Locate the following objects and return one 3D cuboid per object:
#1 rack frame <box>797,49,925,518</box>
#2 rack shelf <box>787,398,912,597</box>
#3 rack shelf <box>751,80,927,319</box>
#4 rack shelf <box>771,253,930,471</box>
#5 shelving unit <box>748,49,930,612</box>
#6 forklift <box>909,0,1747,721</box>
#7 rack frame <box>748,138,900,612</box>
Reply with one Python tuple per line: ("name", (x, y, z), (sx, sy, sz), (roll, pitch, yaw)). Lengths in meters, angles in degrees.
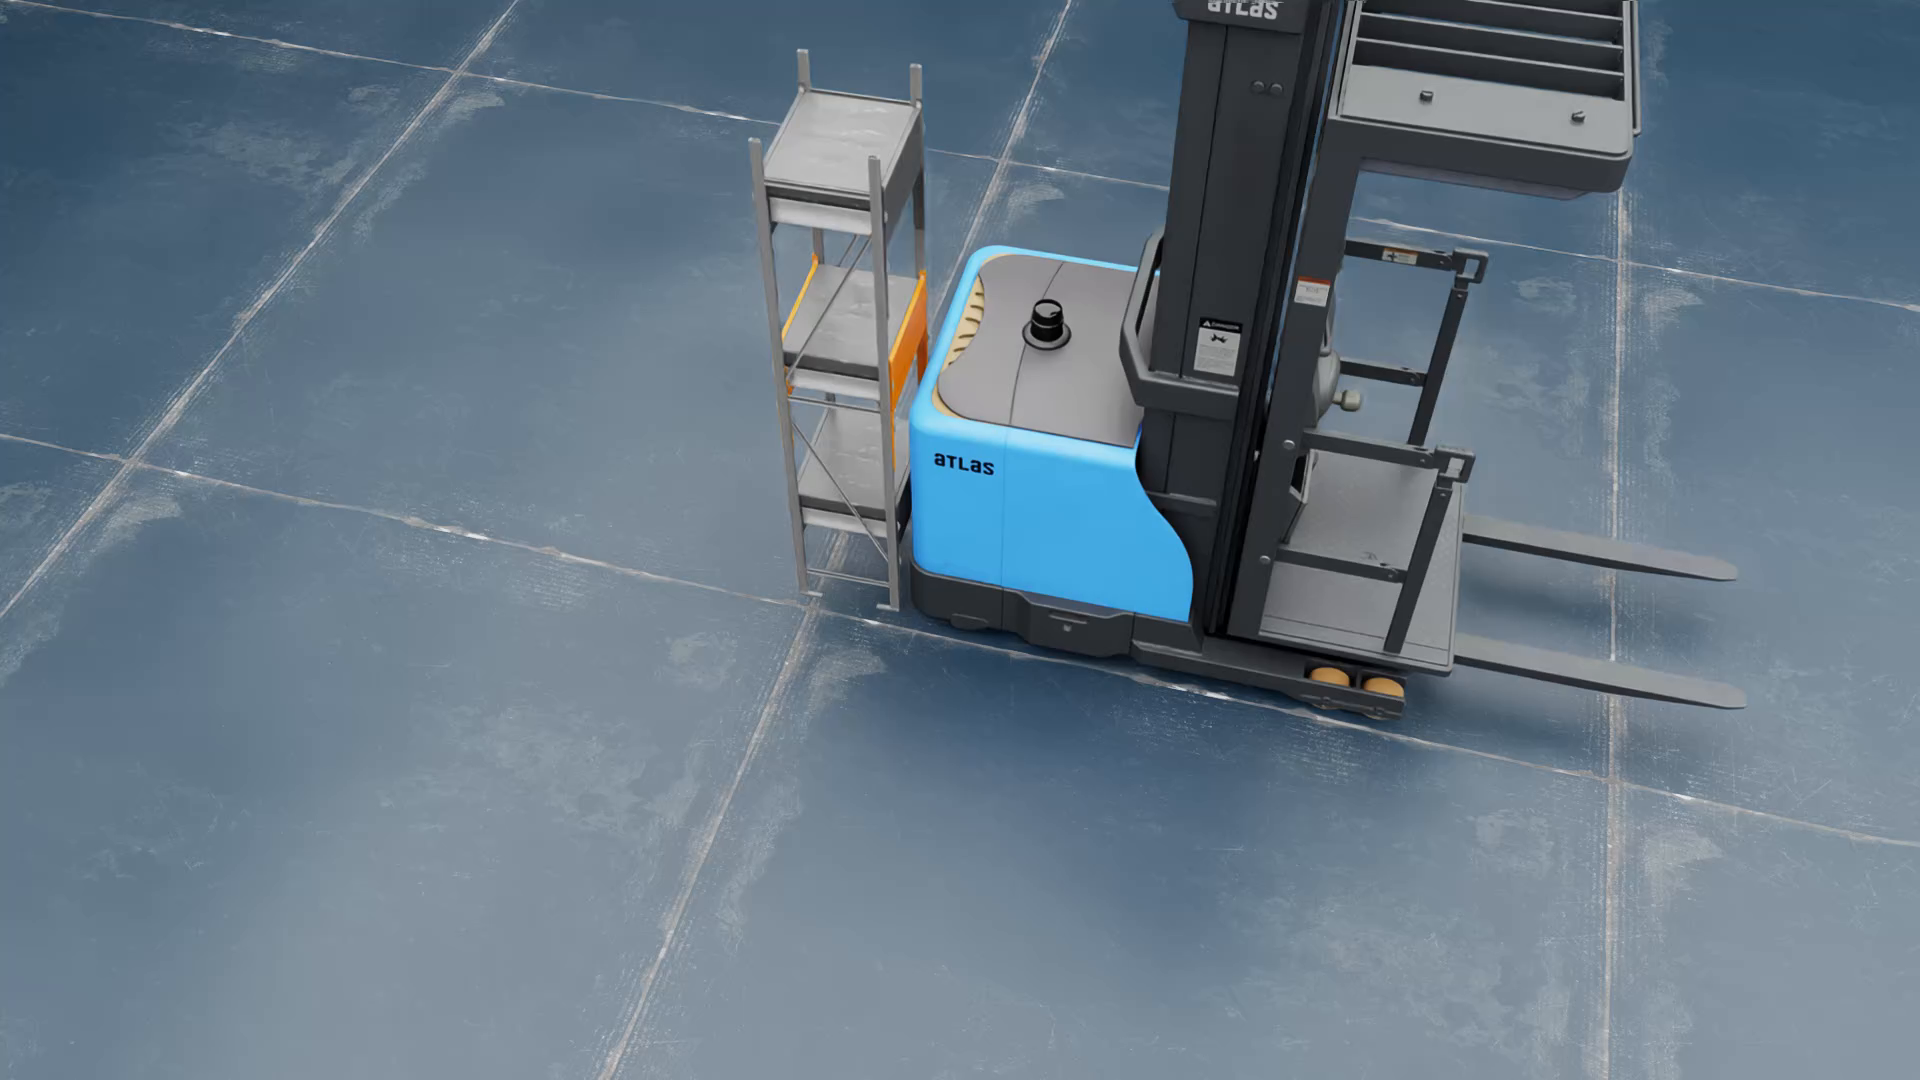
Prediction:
("rack frame", (-0.316, -0.811, 5.985), (0.400, 2.100, 0.015), (10, 49, 9))
("rack shelf", (-0.373, -0.161, 6.362), (0.431, 0.518, 0.480), (10, 49, 9))
("rack shelf", (-0.373, -1.088, 5.313), (0.431, 0.518, 0.480), (10, 49, 9))
("rack shelf", (-0.373, -0.624, 5.838), (0.431, 0.518, 0.480), (10, 49, 9))
("shelving unit", (-0.373, -0.633, 5.827), (0.431, 2.100, 0.503), (10, 49, 9))
("forklift", (1.385, -0.755, 5.380), (3.031, 2.935, 1.130), (11, 49, 9))
("rack frame", (-0.429, -0.455, 5.670), (0.400, 2.100, 0.015), (10, 49, 9))
